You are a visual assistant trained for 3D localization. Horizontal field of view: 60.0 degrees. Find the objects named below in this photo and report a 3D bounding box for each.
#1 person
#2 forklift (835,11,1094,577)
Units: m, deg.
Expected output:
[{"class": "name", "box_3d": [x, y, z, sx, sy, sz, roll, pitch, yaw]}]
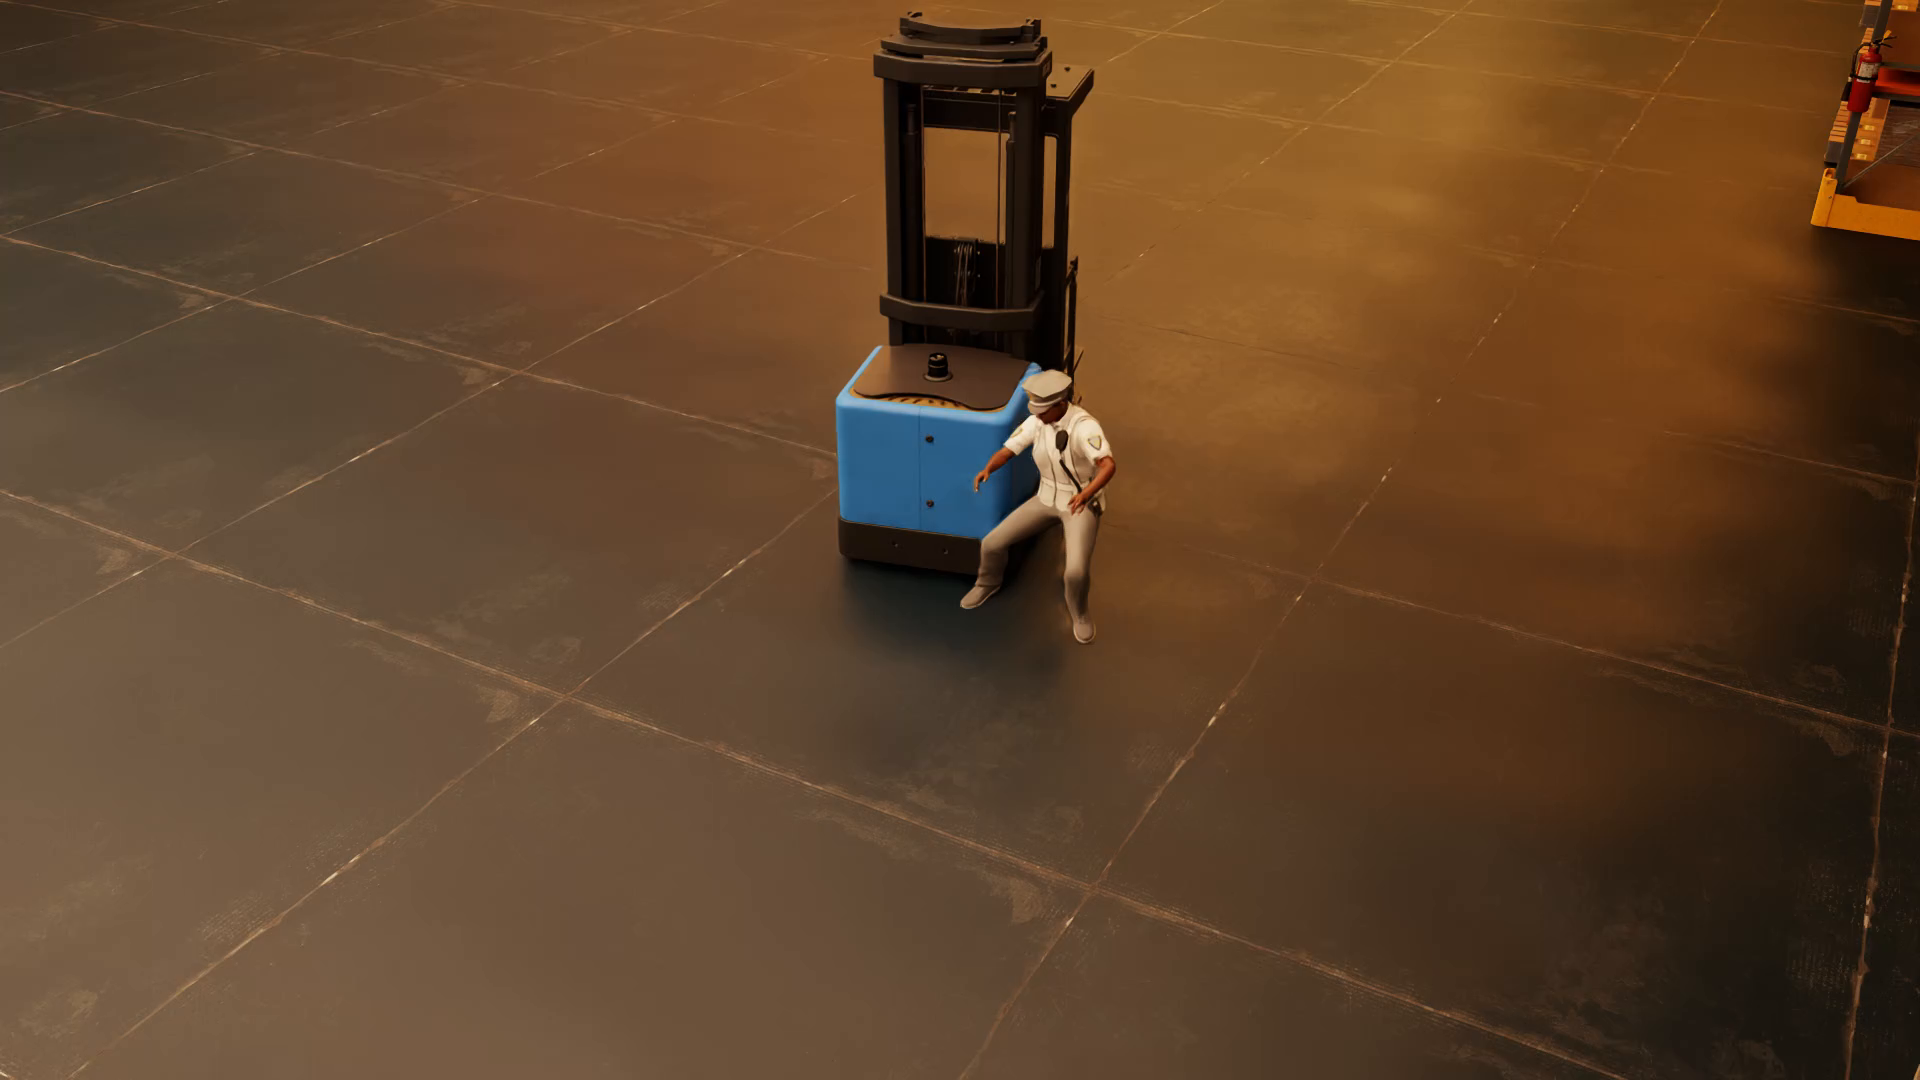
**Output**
[{"class": "person", "box_3d": [0.425, -0.161, 8.865, 0.737, 1.455, 0.916, -26, 39, -37]}, {"class": "forklift", "box_3d": [0.164, -1.778, 10.151, 1.130, 2.935, 3.031, 8, 31, 13]}]
